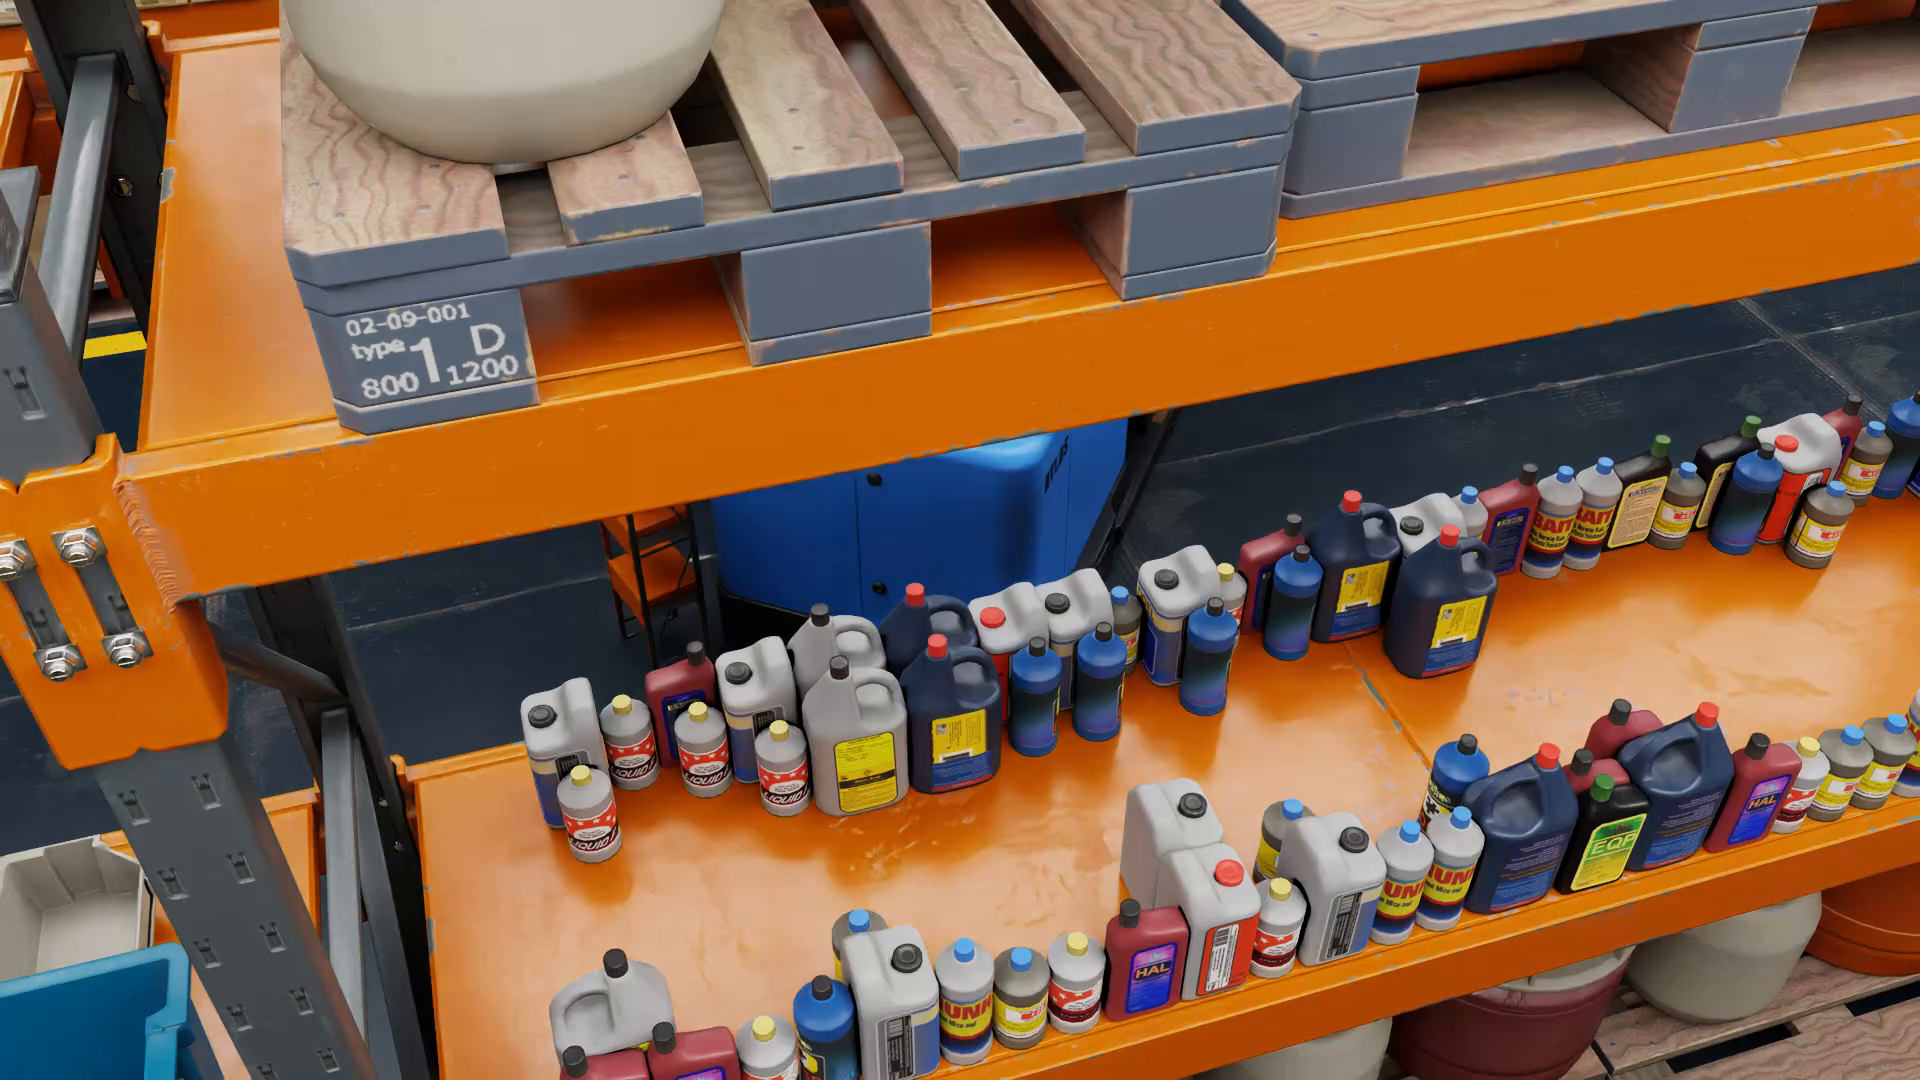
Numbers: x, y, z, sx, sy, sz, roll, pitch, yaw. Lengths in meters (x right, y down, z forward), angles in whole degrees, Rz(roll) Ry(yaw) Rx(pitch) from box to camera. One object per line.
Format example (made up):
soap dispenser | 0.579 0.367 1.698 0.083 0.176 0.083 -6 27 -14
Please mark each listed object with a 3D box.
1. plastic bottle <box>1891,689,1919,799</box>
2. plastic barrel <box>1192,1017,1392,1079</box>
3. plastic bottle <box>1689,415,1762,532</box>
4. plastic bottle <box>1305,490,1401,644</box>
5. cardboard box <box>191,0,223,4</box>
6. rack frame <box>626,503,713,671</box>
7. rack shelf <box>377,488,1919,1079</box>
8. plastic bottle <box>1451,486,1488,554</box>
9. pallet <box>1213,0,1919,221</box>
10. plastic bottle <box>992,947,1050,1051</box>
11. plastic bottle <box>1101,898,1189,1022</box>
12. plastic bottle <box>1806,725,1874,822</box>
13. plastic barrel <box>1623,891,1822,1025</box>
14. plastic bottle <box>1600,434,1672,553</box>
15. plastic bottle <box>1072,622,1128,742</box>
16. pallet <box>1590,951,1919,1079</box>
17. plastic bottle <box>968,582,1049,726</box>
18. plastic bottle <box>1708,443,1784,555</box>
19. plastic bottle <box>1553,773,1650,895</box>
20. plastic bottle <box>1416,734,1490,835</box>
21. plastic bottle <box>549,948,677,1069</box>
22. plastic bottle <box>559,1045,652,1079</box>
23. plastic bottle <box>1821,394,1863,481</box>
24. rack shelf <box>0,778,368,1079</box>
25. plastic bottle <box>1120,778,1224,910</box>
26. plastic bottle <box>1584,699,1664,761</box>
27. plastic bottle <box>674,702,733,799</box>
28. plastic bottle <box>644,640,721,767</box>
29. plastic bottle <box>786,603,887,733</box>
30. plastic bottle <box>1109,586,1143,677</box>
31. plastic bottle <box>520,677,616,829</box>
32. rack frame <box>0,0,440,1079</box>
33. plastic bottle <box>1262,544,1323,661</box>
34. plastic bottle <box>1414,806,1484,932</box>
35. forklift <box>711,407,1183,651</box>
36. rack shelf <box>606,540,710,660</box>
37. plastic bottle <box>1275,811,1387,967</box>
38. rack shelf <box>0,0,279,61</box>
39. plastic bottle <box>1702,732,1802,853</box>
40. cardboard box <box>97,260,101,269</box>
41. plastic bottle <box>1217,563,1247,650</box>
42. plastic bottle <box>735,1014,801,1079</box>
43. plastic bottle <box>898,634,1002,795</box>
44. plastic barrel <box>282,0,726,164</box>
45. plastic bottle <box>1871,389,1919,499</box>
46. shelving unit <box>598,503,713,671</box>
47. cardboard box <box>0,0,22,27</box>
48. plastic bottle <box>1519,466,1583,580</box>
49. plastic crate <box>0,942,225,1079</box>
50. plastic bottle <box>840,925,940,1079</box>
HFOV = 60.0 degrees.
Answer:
plastic bottle | 1.834 0.364 3.151 0.097 0.271 0.097 0 41 0
plastic barrel | 0.748 1.111 3.770 0.421 0.512 0.421 0 41 0
plastic bottle | 1.706 -0.150 3.730 0.133 0.283 0.061 -12 42 -13
plastic bottle | 0.812 0.039 3.463 0.185 0.351 0.144 -12 42 -13
cardboard box | -2.697 -2.123 6.091 0.250 0.149 0.380 -11 42 -13
rack frame | -0.873 0.023 4.925 0.200 1.050 0.008 -24 47 -25
rack shelf | 0.891 0.500 3.444 4.000 0.370 1.077 -12 42 -13
plastic bottle | 1.068 -0.001 3.569 0.097 0.271 0.097 0 41 0
pallet | 0.782 -0.876 2.336 1.213 0.211 1.003 -12 42 -13
plastic bottle | 0.100 0.750 2.763 0.097 0.201 0.097 0 41 0
plastic bottle | 0.308 0.688 2.771 0.133 0.283 0.061 -12 42 -13
plastic bottle | 1.648 0.429 3.130 0.097 0.201 0.097 0 41 0
plastic barrel | 1.825 0.888 4.025 0.421 0.512 0.421 0 41 0
plastic bottle | 1.486 -0.104 3.678 0.133 0.283 0.061 -12 42 -13
plastic bottle | 0.275 0.269 3.260 0.097 0.271 0.097 0 41 0
pallet | 2.059 1.066 4.369 1.213 0.211 1.003 -12 42 -13
plastic bottle | 0.091 0.219 3.314 0.135 0.276 0.152 -12 42 -13
plastic bottle | 1.747 -0.099 3.682 0.097 0.271 0.097 0 41 0
plastic bottle | 1.147 0.515 2.970 0.133 0.283 0.061 -12 42 -13
plastic bottle | 0.905 0.457 3.044 0.097 0.271 0.097 0 41 0
plastic bottle | -0.545 0.769 2.627 0.185 0.351 0.144 -12 42 -13
plastic bottle | -0.539 0.864 2.570 0.133 0.283 0.061 -12 42 -13
plastic bottle | 1.961 -0.203 3.791 0.133 0.283 0.061 -12 42 -13
rack shelf | -2.925 1.291 2.539 4.000 0.370 1.077 -12 42 -13
plastic bottle | 0.376 0.541 2.946 0.135 0.276 0.152 -12 42 -13
plastic bottle | 1.231 0.398 3.103 0.133 0.283 0.061 -12 42 -13
plastic bottle | -0.490 0.391 3.174 0.097 0.201 0.097 0 41 0
plastic bottle | -0.531 0.314 3.200 0.133 0.283 0.061 -12 42 -13
plastic bottle | -0.239 0.256 3.214 0.185 0.351 0.144 -12 42 -13
plastic bottle | 0.322 0.180 3.415 0.097 0.201 0.097 0 41 0
plastic bottle | -0.738 0.391 3.117 0.135 0.276 0.152 -12 42 -13
rack frame | -1.017 0.625 2.755 0.127 3.000 1.000 -12 42 -13
plastic bottle | 0.689 0.120 3.431 0.097 0.271 0.097 0 41 0
plastic bottle | 0.855 0.567 2.919 0.097 0.271 0.097 0 41 0
forklift | 0.229 -1.532 5.276 1.130 2.935 3.031 14 43 15
rack shelf | -0.942 0.174 5.191 0.215 0.259 0.240 -24 47 -25
plastic bottle | 0.643 0.590 2.889 0.135 0.276 0.152 -12 42 -13
rack shelf | -4.412 -1.817 6.097 4.000 0.370 1.077 -12 42 -13
plastic bottle | 1.450 0.452 3.042 0.133 0.283 0.061 -12 42 -13
cardboard box | -3.158 -1.761 6.782 0.875 0.875 0.875 -12 42 -13
plastic bottle | 0.543 0.134 3.467 0.097 0.201 0.097 0 41 0
plastic bottle | -0.307 0.834 2.666 0.097 0.201 0.097 0 41 0
plastic bottle | -0.019 0.310 3.152 0.185 0.351 0.144 -12 42 -13
plastic barrel | -0.440 -0.661 1.524 0.433 0.535 0.433 0 41 0
plastic bottle | 2.170 -0.229 3.830 0.097 0.271 0.097 0 41 0
shelving unit | -0.942 -0.043 5.001 0.215 1.050 0.252 -24 47 -25
cardboard box | -3.433 -1.971 5.917 0.250 0.149 0.380 -11 42 -12
plastic bottle | 1.288 -0.046 3.621 0.097 0.271 0.097 0 41 0
plastic crate | -1.360 0.915 2.390 0.575 0.384 0.392 -12 42 -13
plastic bottle | -0.112 0.747 2.710 0.135 0.276 0.152 -12 42 -13
